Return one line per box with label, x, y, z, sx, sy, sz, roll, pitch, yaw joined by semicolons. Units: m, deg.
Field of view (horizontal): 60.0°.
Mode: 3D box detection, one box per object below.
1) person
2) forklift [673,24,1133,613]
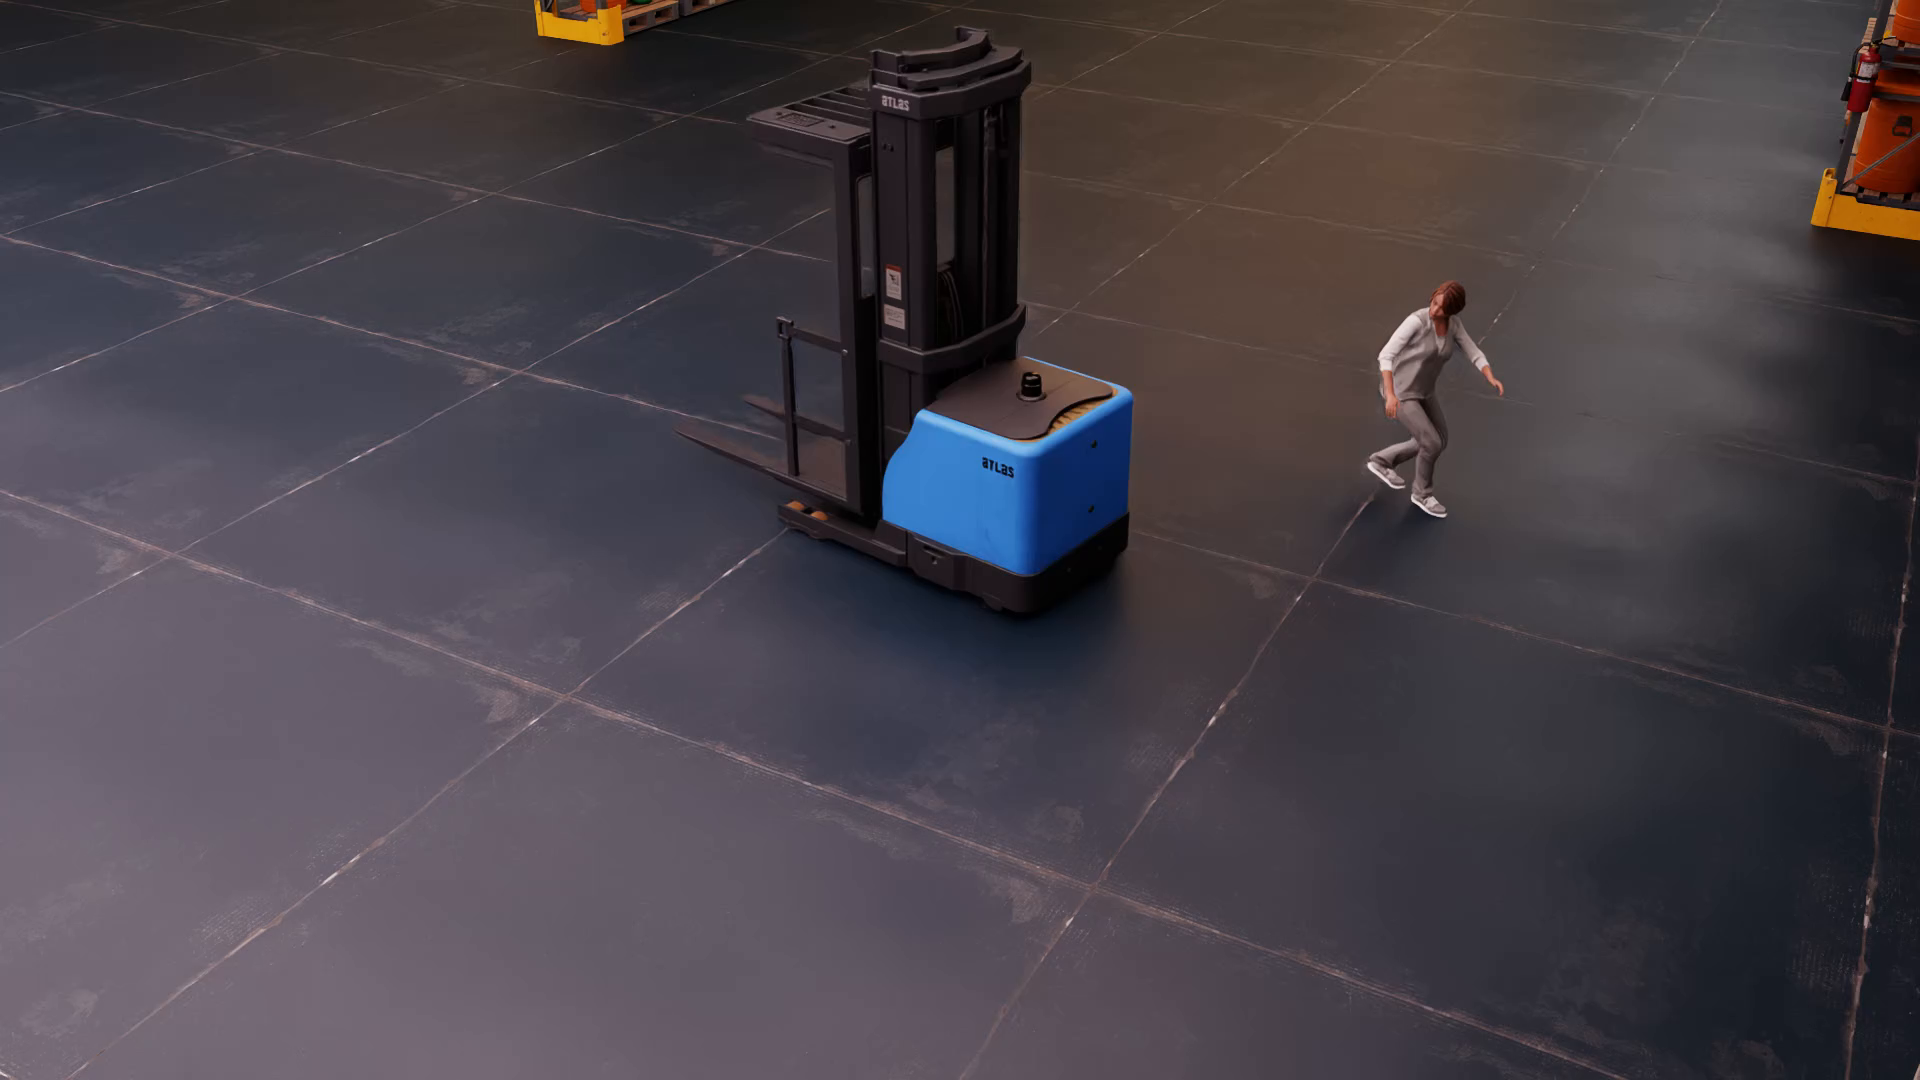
person;2.809;-0.821;9.976;0.738;1.466;0.758;-23;37;-34
forklift;-0.479;-1.459;9.598;3.031;2.935;1.130;22;36;33
